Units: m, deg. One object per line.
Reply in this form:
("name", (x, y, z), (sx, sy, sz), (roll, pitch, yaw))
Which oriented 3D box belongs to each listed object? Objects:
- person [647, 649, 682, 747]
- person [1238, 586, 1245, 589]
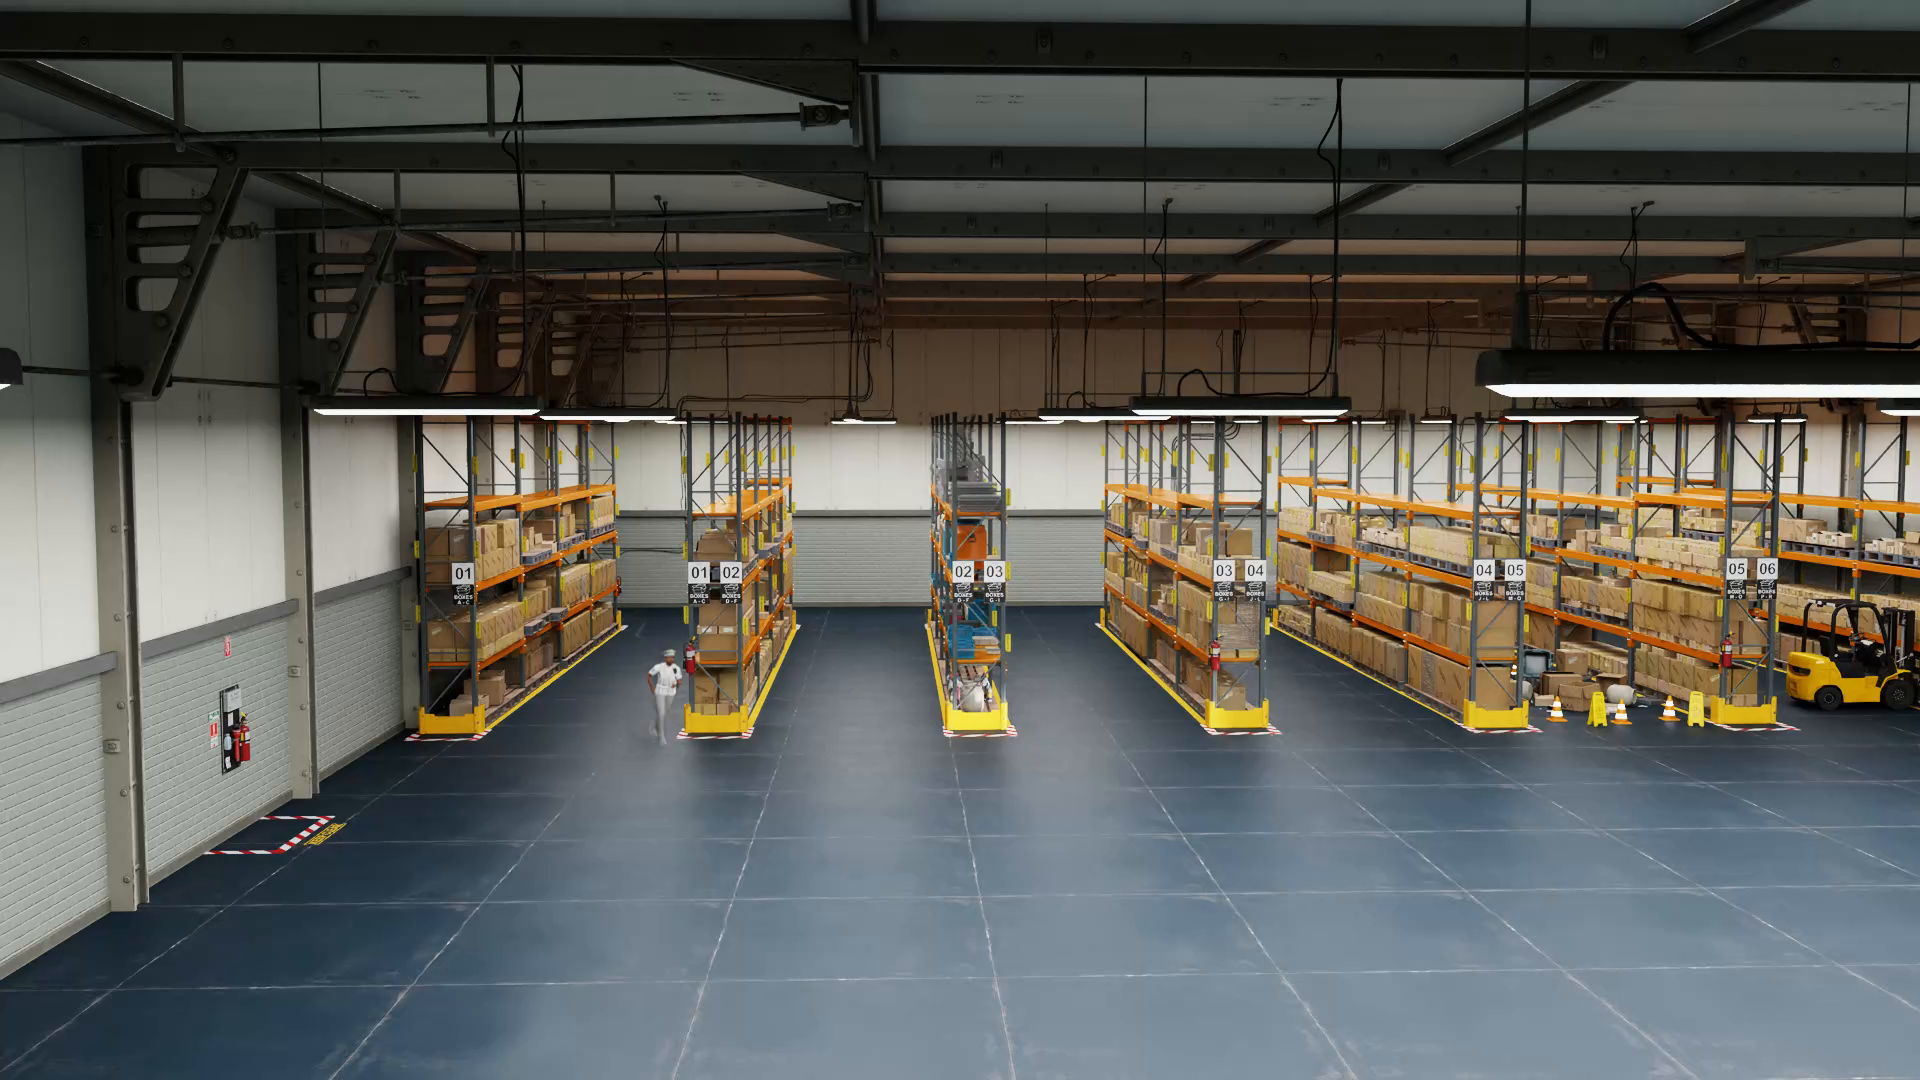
("person", (-5.335, 2.823, 30.212), (0.619, 1.693, 0.909), (-2, 5, -31))
("person", (8.235, 1.645, 48.526), (0.774, 1.566, 0.645), (4, 5, 43))
